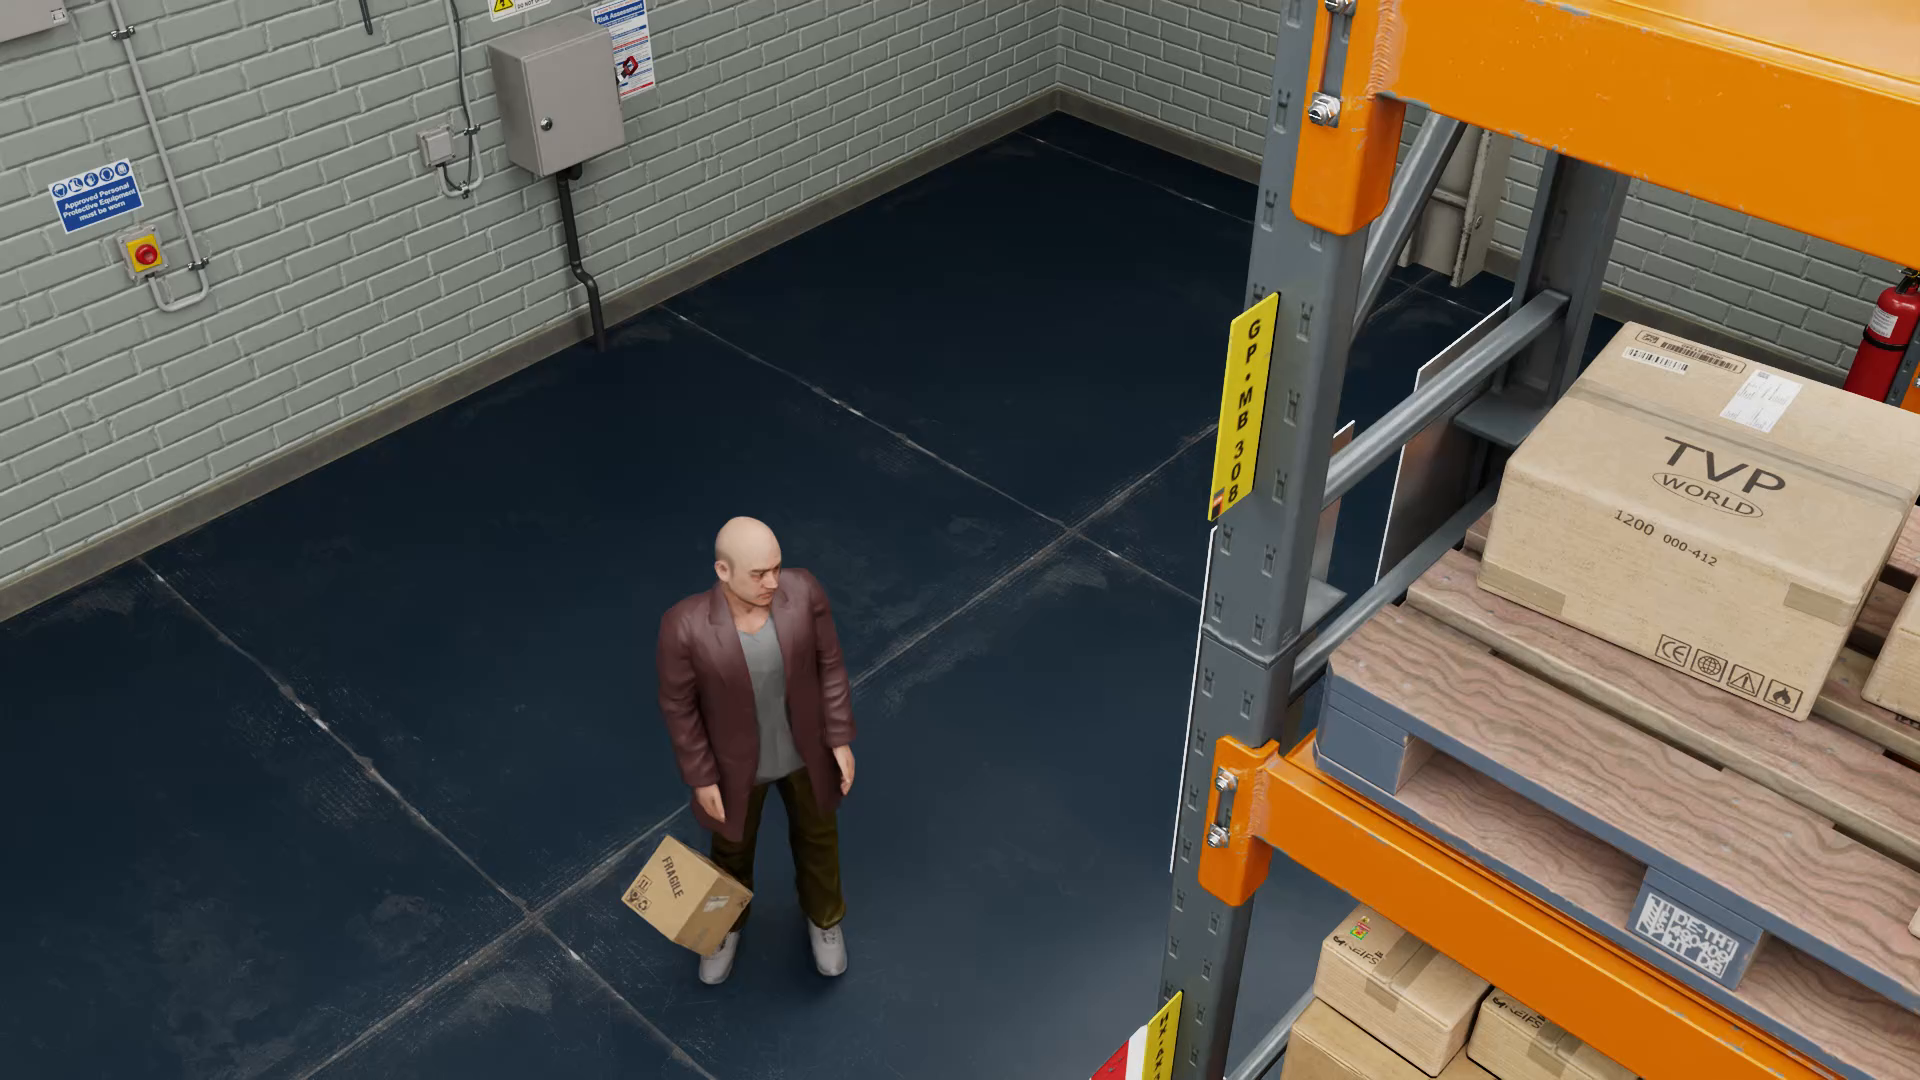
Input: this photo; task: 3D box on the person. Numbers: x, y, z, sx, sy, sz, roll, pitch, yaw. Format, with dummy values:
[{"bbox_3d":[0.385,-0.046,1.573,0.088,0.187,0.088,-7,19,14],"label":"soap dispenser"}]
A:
[{"bbox_3d":[-0.617,0.714,5.235,0.618,1.788,0.480,-14,41,-17],"label":"person"}]
